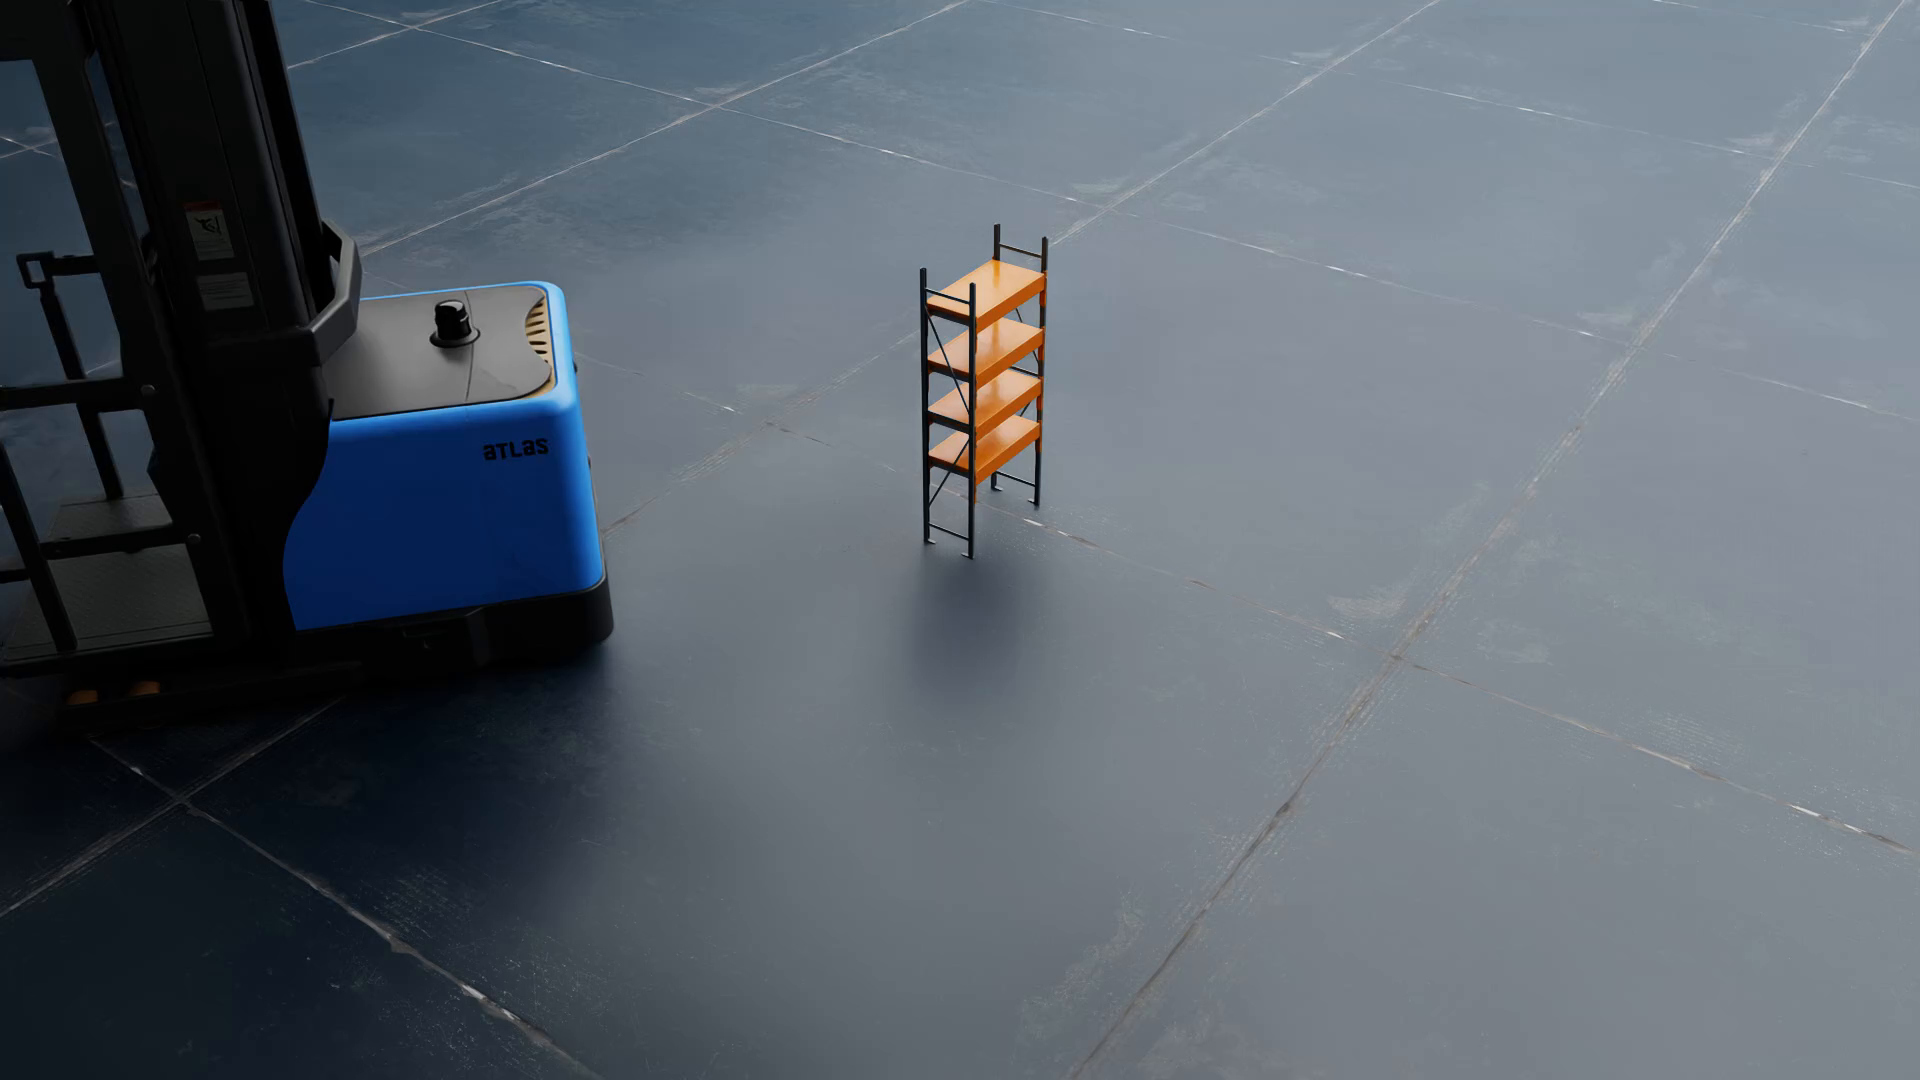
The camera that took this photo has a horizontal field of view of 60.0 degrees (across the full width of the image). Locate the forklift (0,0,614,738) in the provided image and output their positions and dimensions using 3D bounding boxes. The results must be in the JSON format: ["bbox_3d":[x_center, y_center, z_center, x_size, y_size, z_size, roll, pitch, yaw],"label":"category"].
[{"bbox_3d":[-2.852,-0.858,5.403,3.031,2.935,1.130,-8,35,-12],"label":"forklift"}]

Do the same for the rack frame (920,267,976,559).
[{"bbox_3d":[-0.045,-0.461,6.360,0.240,1.200,0.015,21,39,28],"label":"rack frame"}]

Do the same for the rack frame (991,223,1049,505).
[{"bbox_3d":[0.234,-0.685,6.693,0.240,1.200,0.015,21,39,28],"label":"rack frame"}]

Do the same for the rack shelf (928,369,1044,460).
[{"bbox_3d":[0.094,-0.517,6.564,0.258,0.148,0.480,21,39,28],"label":"rack shelf"}]

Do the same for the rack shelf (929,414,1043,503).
[{"bbox_3d":[0.094,-0.353,6.675,0.258,0.148,0.480,21,39,28],"label":"rack shelf"}]

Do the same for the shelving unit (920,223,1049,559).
[{"bbox_3d":[0.094,-0.573,6.527,0.258,1.200,0.503,21,39,28],"label":"shelving unit"}]

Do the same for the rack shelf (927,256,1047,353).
[{"bbox_3d":[0.094,-0.899,6.306,0.258,0.148,0.480,21,39,28],"label":"rack shelf"}]

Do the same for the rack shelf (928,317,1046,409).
[{"bbox_3d":[0.094,-0.703,6.439,0.258,0.148,0.480,21,39,28],"label":"rack shelf"}]
